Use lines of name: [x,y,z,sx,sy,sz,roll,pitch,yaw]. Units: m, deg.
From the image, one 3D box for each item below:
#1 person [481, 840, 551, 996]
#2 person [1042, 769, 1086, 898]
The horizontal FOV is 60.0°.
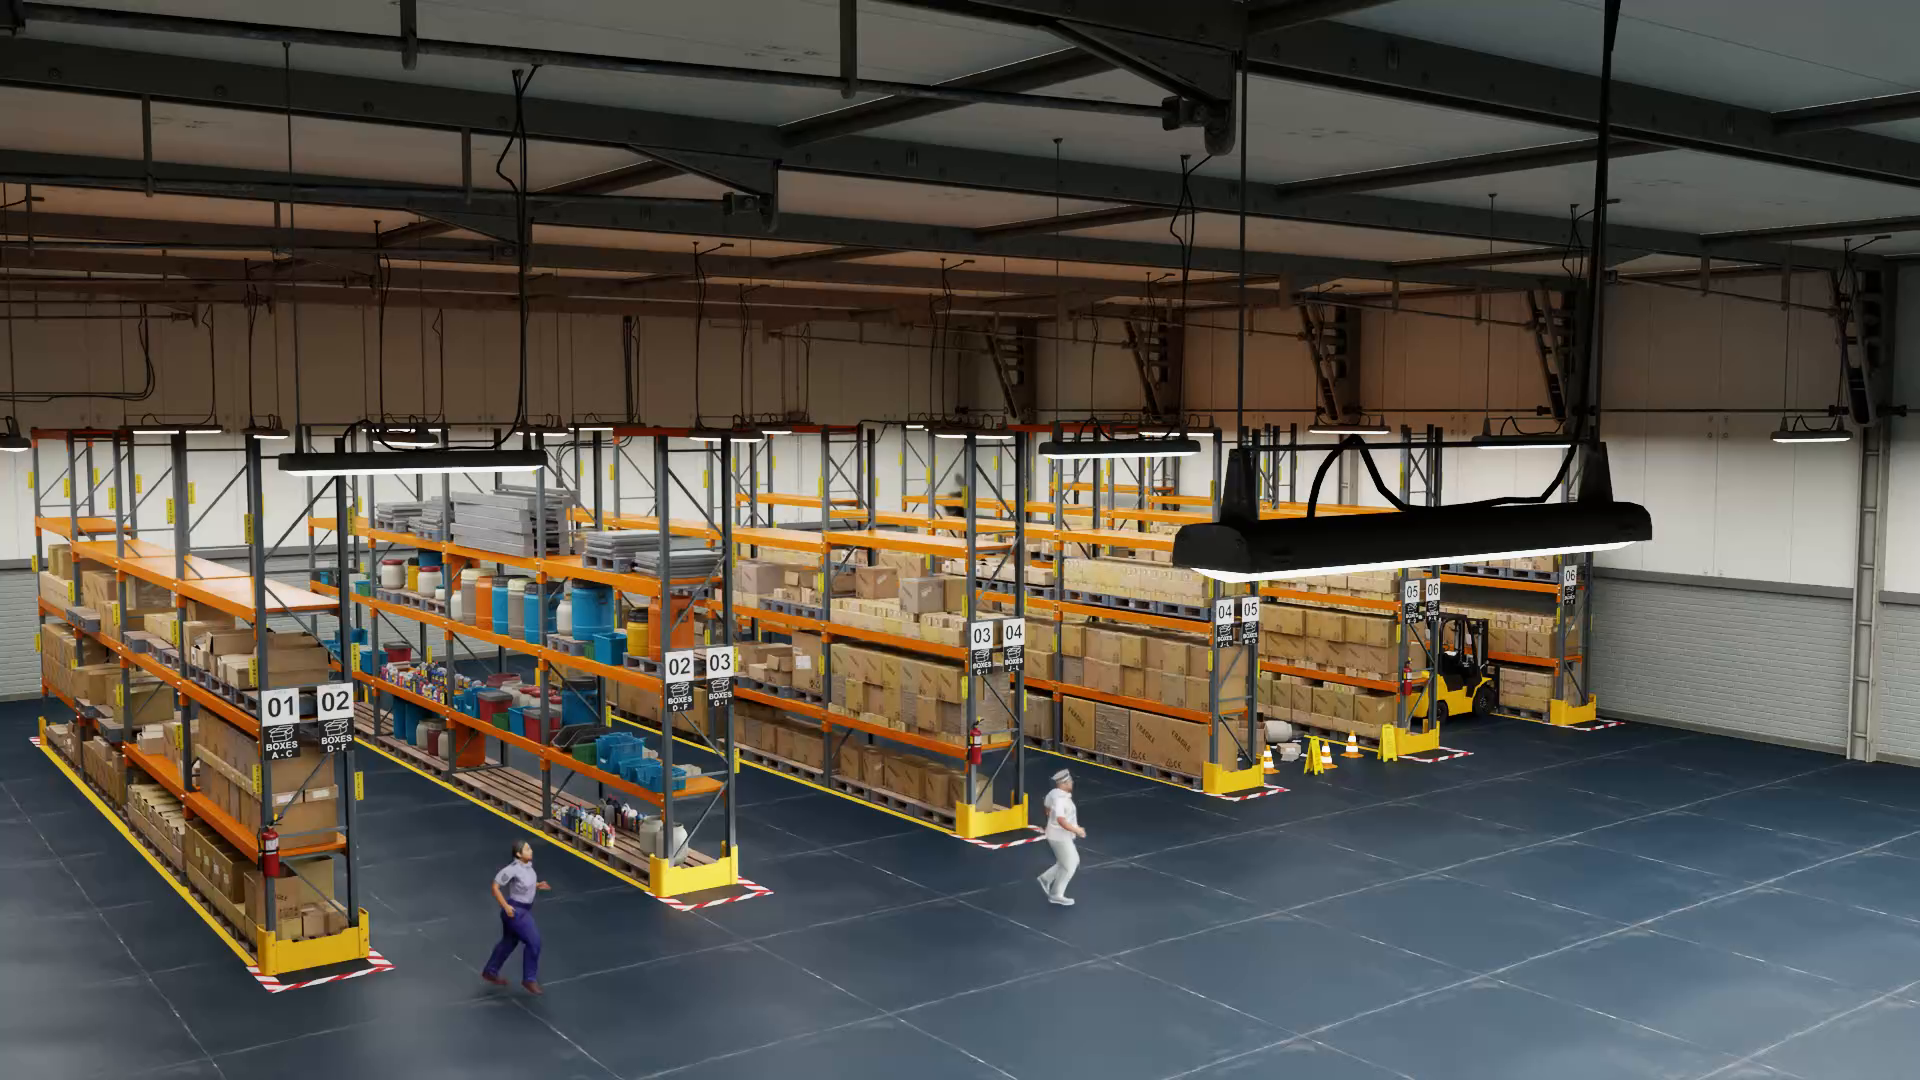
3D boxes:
person: [-4.848,4.107,18.099,0.764,1.682,0.597,0,4,-6]
person: [1.329,3.753,21.269,0.535,1.658,0.673,0,4,-6]
